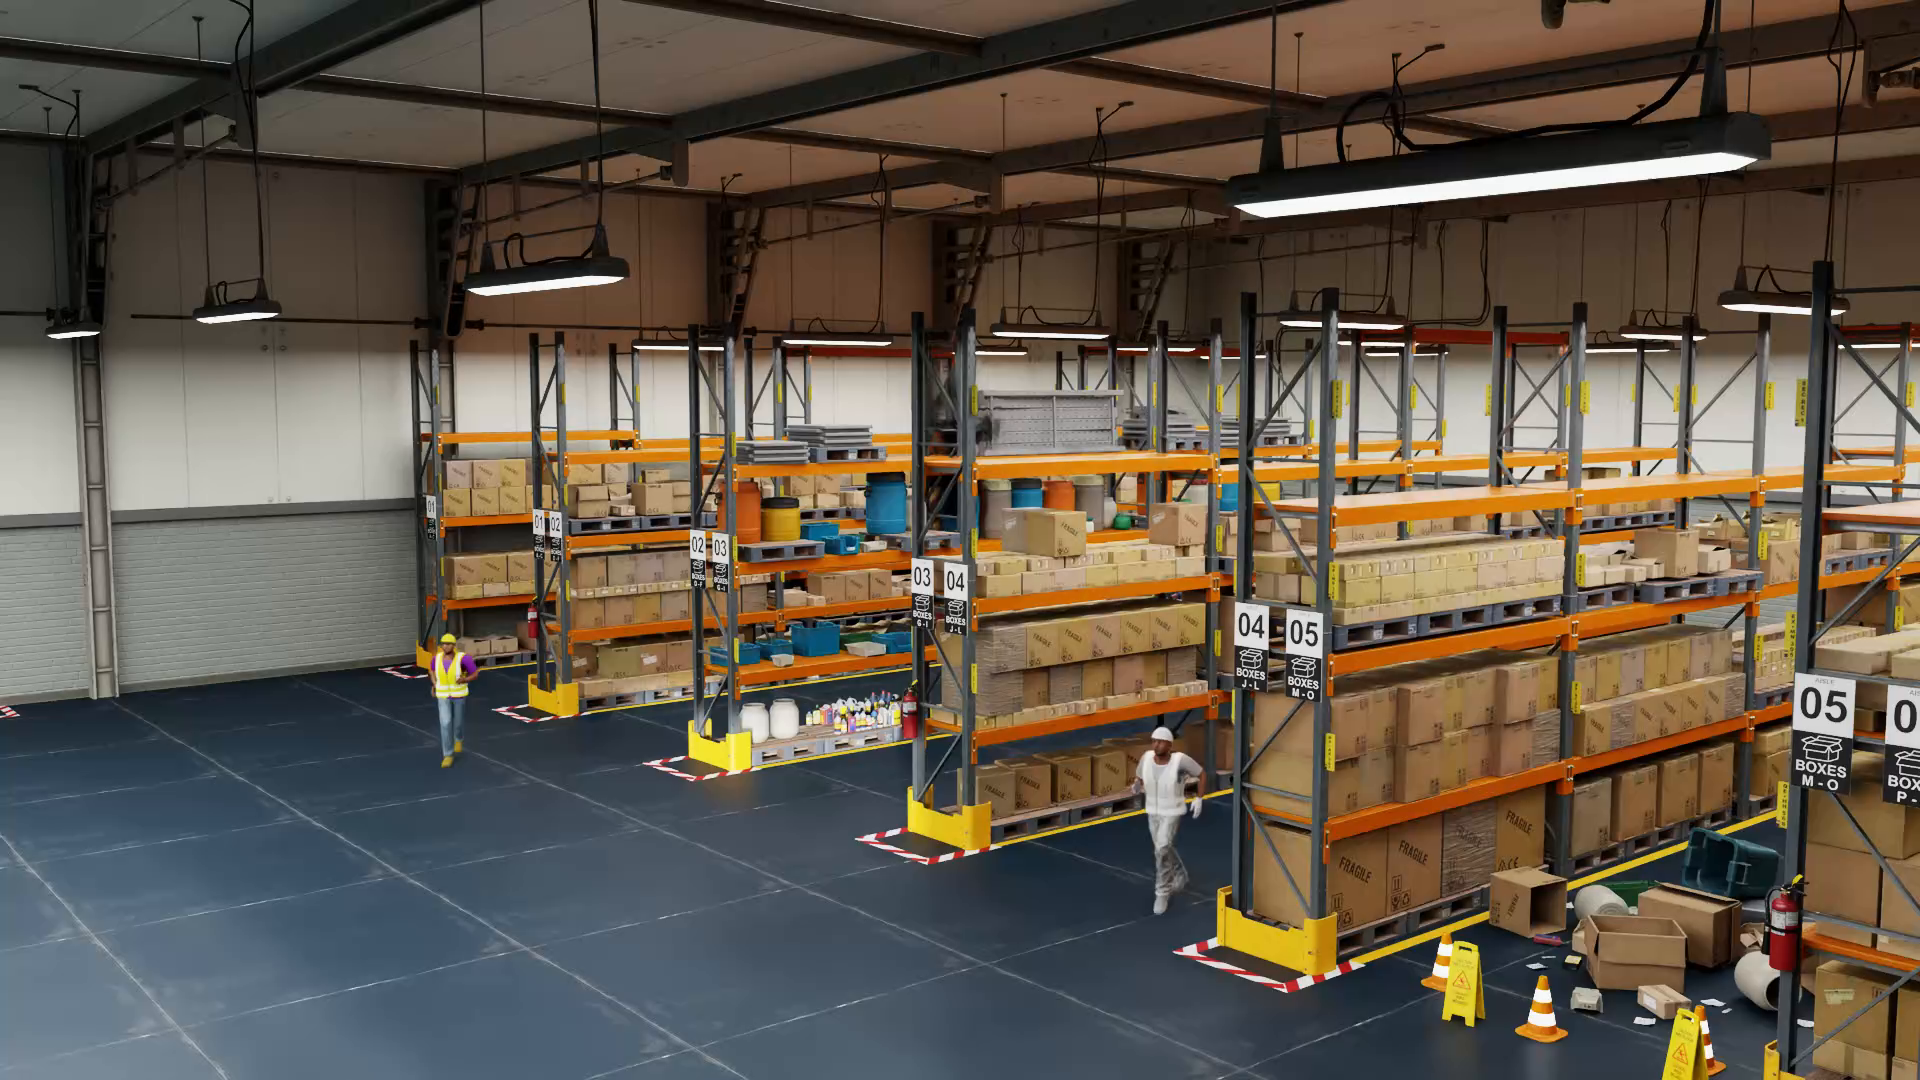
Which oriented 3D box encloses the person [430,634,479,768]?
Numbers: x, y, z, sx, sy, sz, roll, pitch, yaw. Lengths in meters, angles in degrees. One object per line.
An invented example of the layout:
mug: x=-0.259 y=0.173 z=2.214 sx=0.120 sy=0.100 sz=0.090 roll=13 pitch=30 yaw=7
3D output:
person: x=-6.966 y=2.165 z=22.880 sx=0.681 sy=1.782 sz=0.916 roll=-1 pitch=5 yaw=-8

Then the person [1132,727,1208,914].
person: x=2.067 y=2.752 z=16.627 sx=0.700 sy=1.817 sz=0.833 roll=5 pitch=7 yaw=42
